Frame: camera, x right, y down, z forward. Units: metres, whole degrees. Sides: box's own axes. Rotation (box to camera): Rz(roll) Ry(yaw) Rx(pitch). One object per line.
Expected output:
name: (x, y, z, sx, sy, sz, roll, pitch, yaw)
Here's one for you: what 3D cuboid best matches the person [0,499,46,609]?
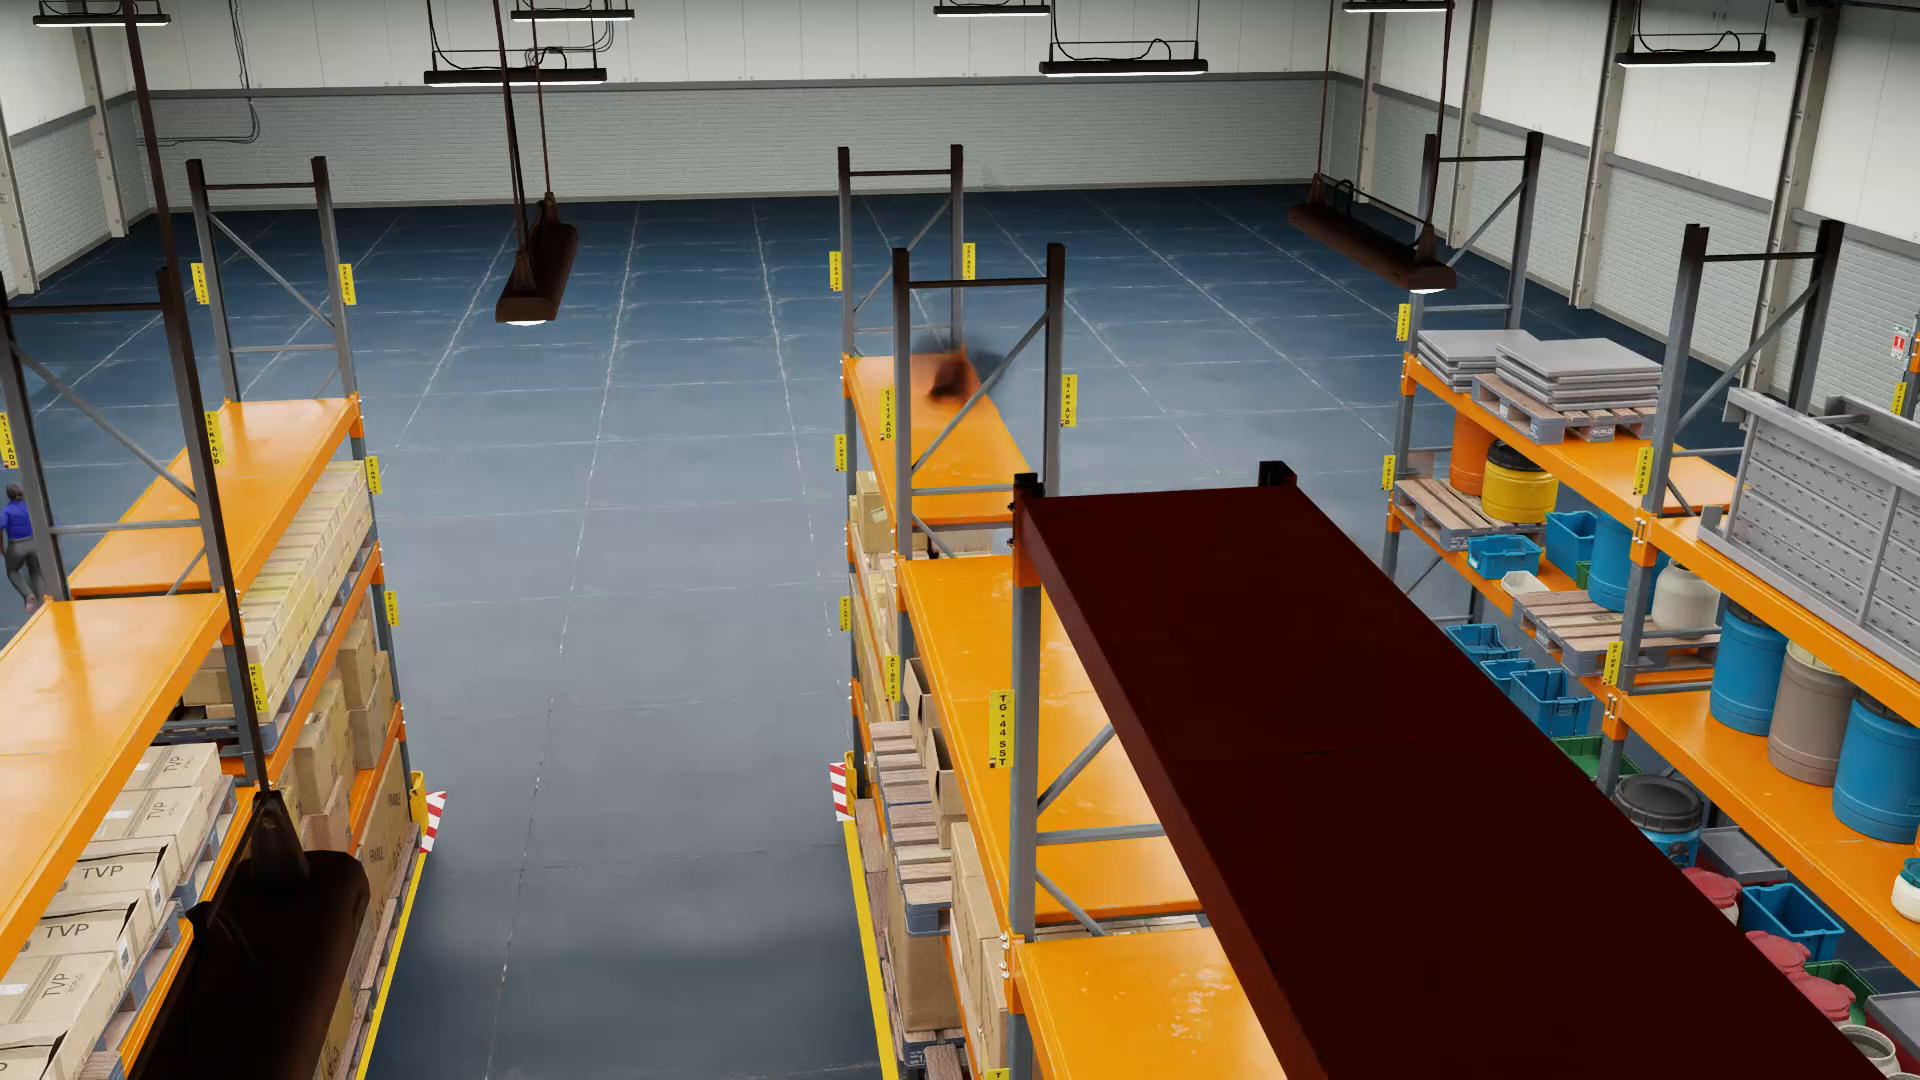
person: (-10.802, 0.155, 19.215, 0.474, 1.350, 0.577, 18, 28, 39)
